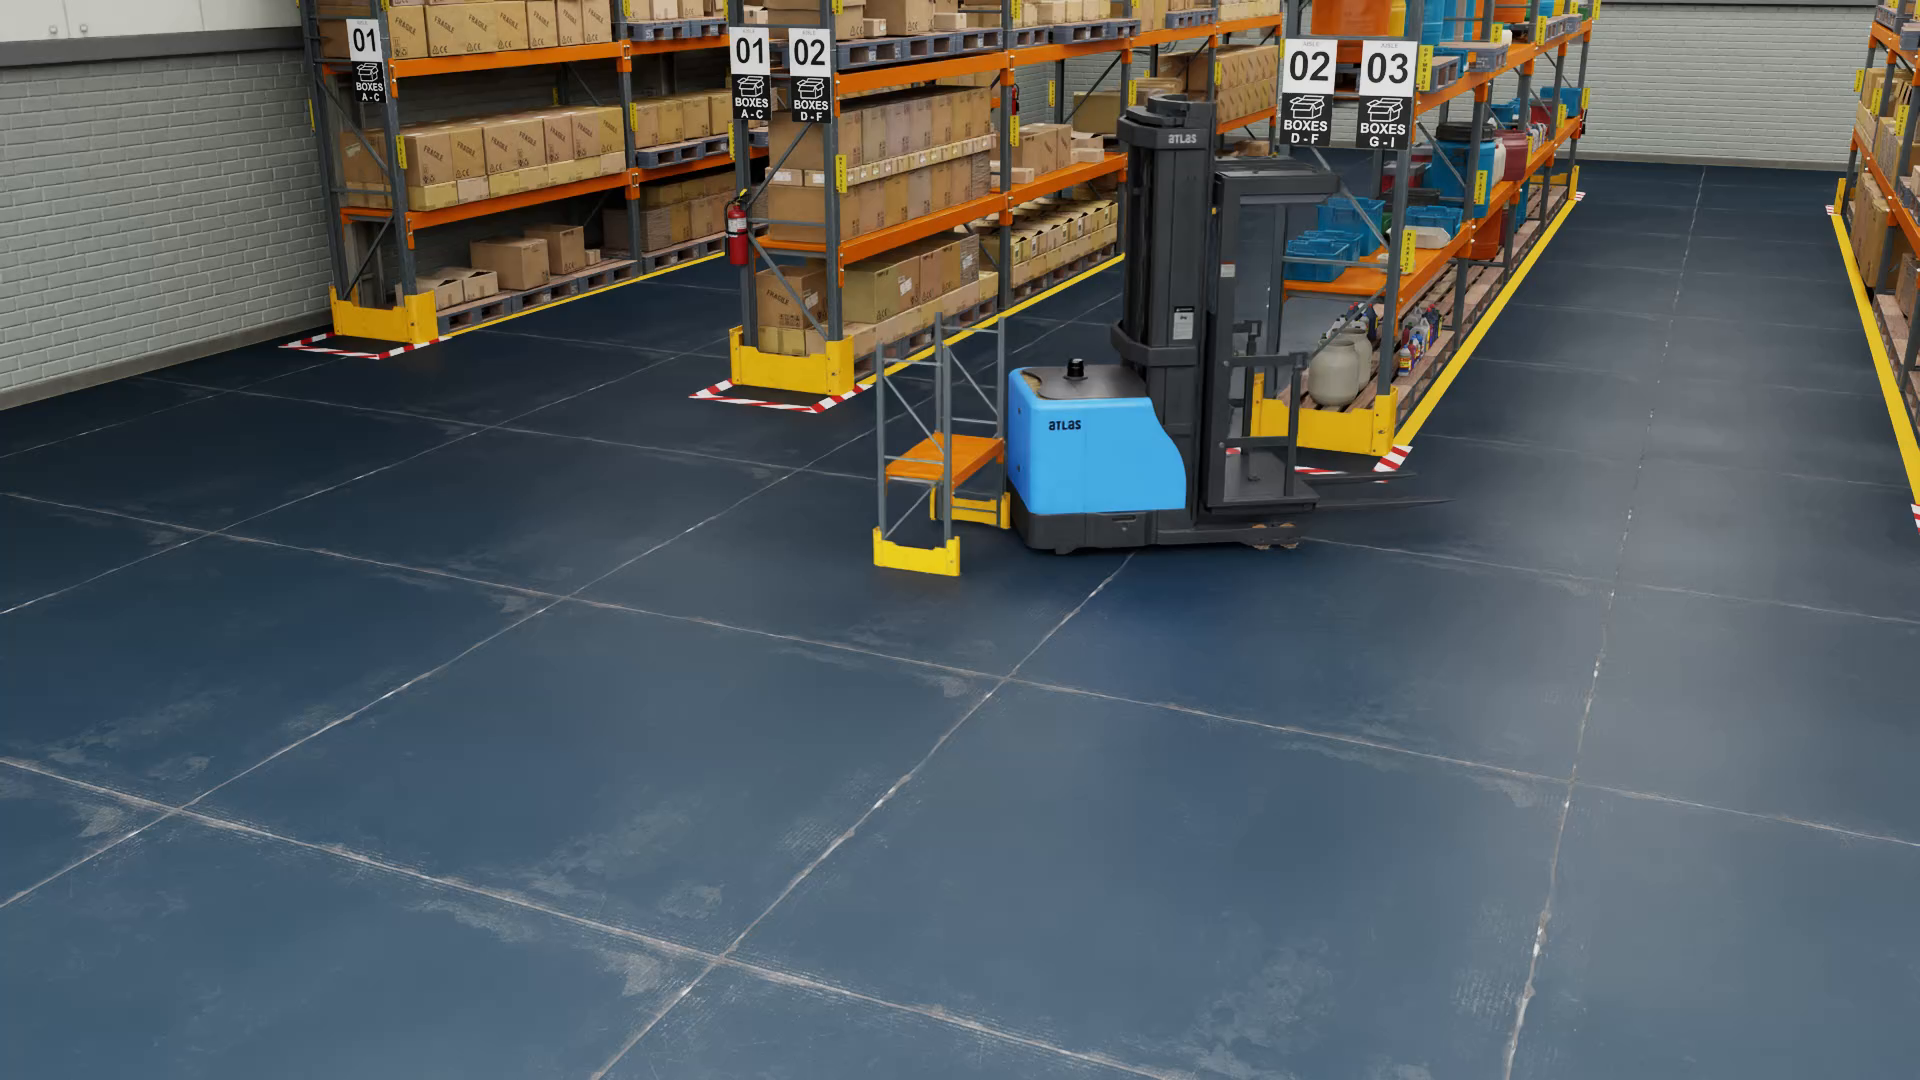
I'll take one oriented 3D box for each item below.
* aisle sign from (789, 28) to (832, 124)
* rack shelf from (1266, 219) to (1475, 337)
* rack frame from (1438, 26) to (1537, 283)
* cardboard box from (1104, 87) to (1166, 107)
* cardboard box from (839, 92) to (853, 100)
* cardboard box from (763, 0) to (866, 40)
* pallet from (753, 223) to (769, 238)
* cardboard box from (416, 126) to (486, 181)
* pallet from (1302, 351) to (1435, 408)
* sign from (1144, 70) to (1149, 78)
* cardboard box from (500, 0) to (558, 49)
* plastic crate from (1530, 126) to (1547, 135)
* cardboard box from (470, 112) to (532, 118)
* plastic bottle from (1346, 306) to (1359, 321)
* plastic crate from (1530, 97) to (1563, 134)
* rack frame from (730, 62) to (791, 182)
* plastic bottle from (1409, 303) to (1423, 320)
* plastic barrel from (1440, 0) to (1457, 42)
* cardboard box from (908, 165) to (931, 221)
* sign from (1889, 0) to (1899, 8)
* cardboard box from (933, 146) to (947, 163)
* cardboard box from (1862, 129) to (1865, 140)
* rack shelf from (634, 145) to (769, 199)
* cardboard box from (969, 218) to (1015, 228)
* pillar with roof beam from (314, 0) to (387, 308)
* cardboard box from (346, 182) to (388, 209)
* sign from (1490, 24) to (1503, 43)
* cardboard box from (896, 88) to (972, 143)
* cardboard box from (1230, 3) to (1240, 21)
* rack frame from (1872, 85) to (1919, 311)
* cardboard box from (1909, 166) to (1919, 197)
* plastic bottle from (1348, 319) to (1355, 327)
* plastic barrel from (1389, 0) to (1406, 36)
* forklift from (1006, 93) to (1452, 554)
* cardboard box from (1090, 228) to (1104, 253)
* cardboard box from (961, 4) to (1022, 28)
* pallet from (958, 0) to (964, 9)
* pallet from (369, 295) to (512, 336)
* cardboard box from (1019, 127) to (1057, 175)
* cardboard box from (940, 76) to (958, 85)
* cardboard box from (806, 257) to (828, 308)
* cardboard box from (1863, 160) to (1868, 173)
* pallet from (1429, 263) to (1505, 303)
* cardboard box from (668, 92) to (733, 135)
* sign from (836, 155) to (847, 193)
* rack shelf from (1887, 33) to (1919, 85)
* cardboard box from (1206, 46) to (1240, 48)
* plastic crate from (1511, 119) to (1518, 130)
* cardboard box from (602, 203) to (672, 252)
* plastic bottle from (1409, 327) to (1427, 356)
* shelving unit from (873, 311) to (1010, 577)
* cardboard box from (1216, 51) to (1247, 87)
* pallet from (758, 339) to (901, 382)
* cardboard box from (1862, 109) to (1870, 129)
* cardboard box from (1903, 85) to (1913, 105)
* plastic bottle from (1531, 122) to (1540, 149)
[{"bbox_3d":[-1.299,-4.025,14.430,0.394,0.787,0.004,9,21,23],"label":"aisle sign"},{"bbox_3d":[3.785,-2.454,14.965,1.077,0.370,4.000,9,21,23],"label":"rack shelf"},{"bbox_3d":[6.242,-4.627,20.002,1.000,3.000,0.127,9,21,23],"label":"rack frame"},{"bbox_3d":[2.428,-6.014,23.127,0.700,0.500,0.500,13,23,33],"label":"cardboard box"},{"bbox_3d":[-1.937,-6.607,24.946,0.500,0.500,0.500,8,21,22],"label":"cardboard box"},{"bbox_3d":[-1.312,-4.763,14.919,0.797,0.503,0.637,10,22,26],"label":"cardboard box"},{"bbox_3d":[-3.118,-4.434,23.621,1.003,0.211,1.213,9,21,23],"label":"pallet"},{"bbox_3d":[-5.391,-4.087,17.559,0.500,0.500,0.500,9,21,23],"label":"cardboard box"},{"bbox_3d":[3.793,-1.516,15.418,1.003,0.211,1.213,9,21,23],"label":"pallet"},{"bbox_3d":[2.864,-7.010,25.413,0.100,0.325,0.005,9,21,23],"label":"sign"},{"bbox_3d":[-4.827,-5.717,18.413,0.500,0.500,0.500,8,21,21],"label":"cardboard box"},{"bbox_3d":[8.201,-5.876,23.820,0.396,0.136,0.243,9,21,23],"label":"plastic crate"},{"bbox_3d":[-5.242,-4.631,19.090,0.500,0.500,0.500,9,22,24],"label":"cardboard box"},{"bbox_3d":[3.817,-2.116,16.238,0.144,0.351,0.185,8,21,20],"label":"plastic bottle"},{"bbox_3d":[8.474,-6.147,24.090,0.402,0.464,0.583,9,21,23],"label":"plastic crate"},{"bbox_3d":[-2.796,-5.986,23.825,1.000,3.000,0.127,9,21,23],"label":"rack frame"},{"bbox_3d":[4.472,-2.147,16.325,0.144,0.351,0.185,9,21,23],"label":"plastic bottle"},{"bbox_3d":[4.614,-5.239,16.498,0.600,0.901,0.708,9,21,23],"label":"plastic barrel"},{"bbox_3d":[-0.717,-3.524,16.751,0.700,0.500,0.500,9,22,24],"label":"cardboard box"},{"bbox_3d":[11.892,-6.940,21.140,0.100,0.325,0.005,9,21,23],"label":"sign"},{"bbox_3d":[-0.351,-3.937,16.946,0.380,0.149,0.250,9,22,24],"label":"cardboard box"},{"bbox_3d":[12.856,-5.660,23.283,0.380,0.149,0.250,9,21,24],"label":"cardboard box"},{"bbox_3d":[-3.615,-5.036,22.226,1.077,0.370,4.000,9,21,23],"label":"rack shelf"},{"bbox_3d":[0.405,-3.727,20.111,0.500,0.311,0.500,8,21,23],"label":"cardboard box"},{"bbox_3d":[-2.647,-6.109,15.217,9.100,9.000,0.400,9,21,23],"label":"pillar with roof beam"},{"bbox_3d":[-6.058,-3.649,17.446,0.500,0.250,0.500,9,21,23],"label":"cardboard box"},{"bbox_3d":[5.101,-4.743,15.838,0.100,0.325,0.005,9,21,23],"label":"sign"},{"bbox_3d":[-0.295,-4.452,17.425,0.700,0.500,0.500,8,21,23],"label":"cardboard box"},{"bbox_3d":[3.996,-8.140,25.628,0.500,0.250,0.500,9,21,23],"label":"cardboard box"},{"bbox_3d":[10.761,-3.947,18.091,1.000,3.000,0.127,9,21,23],"label":"rack frame"},{"bbox_3d":[9.864,-3.594,16.694,0.500,0.250,0.500,8,21,21],"label":"cardboard box"},{"bbox_3d":[3.791,-2.028,16.111,0.097,0.271,0.097,0,20,0],"label":"plastic bottle"},{"bbox_3d":[3.317,-4.247,13.550,0.600,0.588,0.600,0,20,0],"label":"plastic barrel"},{"bbox_3d":[1.887,-1.490,11.283,3.031,2.935,1.130,-3,20,-7],"label":"forklift"},{"bbox_3d":[1.524,-3.858,21.316,0.500,0.250,0.500,8,21,22],"label":"cardboard box"},{"bbox_3d":[0.347,-5.812,18.456,0.500,0.250,0.500,11,22,28],"label":"cardboard box"},{"bbox_3d":[-0.313,-9.201,28.519,1.003,0.211,1.213,9,21,23],"label":"pallet"},{"bbox_3d":[-5.676,-2.494,18.165,1.003,0.211,1.213,9,21,23],"label":"pallet"},{"bbox_3d":[0.837,-4.679,19.999,0.500,0.500,0.500,9,21,23],"label":"cardboard box"},{"bbox_3d":[-0.618,-7.736,28.298,0.980,0.700,0.700,8,21,21],"label":"cardboard box"},{"bbox_3d":[-1.207,-2.630,16.746,0.500,0.500,0.500,9,21,23],"label":"cardboard box"},{"bbox_3d":[13.475,-5.105,23.890,0.875,0.875,0.875,9,21,23],"label":"cardboard box"},{"bbox_3d":[5.889,-3.081,19.819,1.003,0.211,1.213,9,21,23],"label":"pallet"},{"bbox_3d":[-3.470,-5.712,22.247,0.700,0.500,0.500,9,21,23],"label":"cardboard box"},{"bbox_3d":[-1.048,-3.229,14.662,0.100,0.325,0.005,9,21,23],"label":"sign"},{"bbox_3d":[11.580,-5.633,19.428,1.077,0.370,4.000,9,21,23],"label":"rack shelf"},{"bbox_3d":[4.371,-8.011,27.877,0.500,0.500,0.500,9,21,23],"label":"cardboard box"},{"bbox_3d":[8.093,-6.127,24.542,0.437,0.125,0.590,9,21,23],"label":"plastic crate"},{"bbox_3d":[-4.148,-4.020,21.371,0.700,0.500,0.500,9,22,25],"label":"cardboard box"},{"bbox_3d":[4.322,-1.885,15.701,0.152,0.276,0.135,9,21,24],"label":"plastic bottle"},{"bbox_3d":[-0.109,-0.671,11.116,0.587,1.500,1.083,7,21,19],"label":"shelving unit"},{"bbox_3d":[4.234,-7.469,26.352,0.500,0.500,0.500,8,21,21],"label":"cardboard box"},{"bbox_3d":[-1.277,-1.788,16.181,1.003,0.211,1.213,9,21,23],"label":"pallet"},{"bbox_3d":[12.969,-5.879,23.304,0.500,0.250,0.500,8,21,22],"label":"cardboard box"},{"bbox_3d":[11.613,-5.093,19.667,0.797,0.503,0.637,9,22,24],"label":"cardboard box"},{"bbox_3d":[7.726,-5.444,22.374,0.144,0.351,0.185,9,21,23],"label":"plastic bottle"}]
